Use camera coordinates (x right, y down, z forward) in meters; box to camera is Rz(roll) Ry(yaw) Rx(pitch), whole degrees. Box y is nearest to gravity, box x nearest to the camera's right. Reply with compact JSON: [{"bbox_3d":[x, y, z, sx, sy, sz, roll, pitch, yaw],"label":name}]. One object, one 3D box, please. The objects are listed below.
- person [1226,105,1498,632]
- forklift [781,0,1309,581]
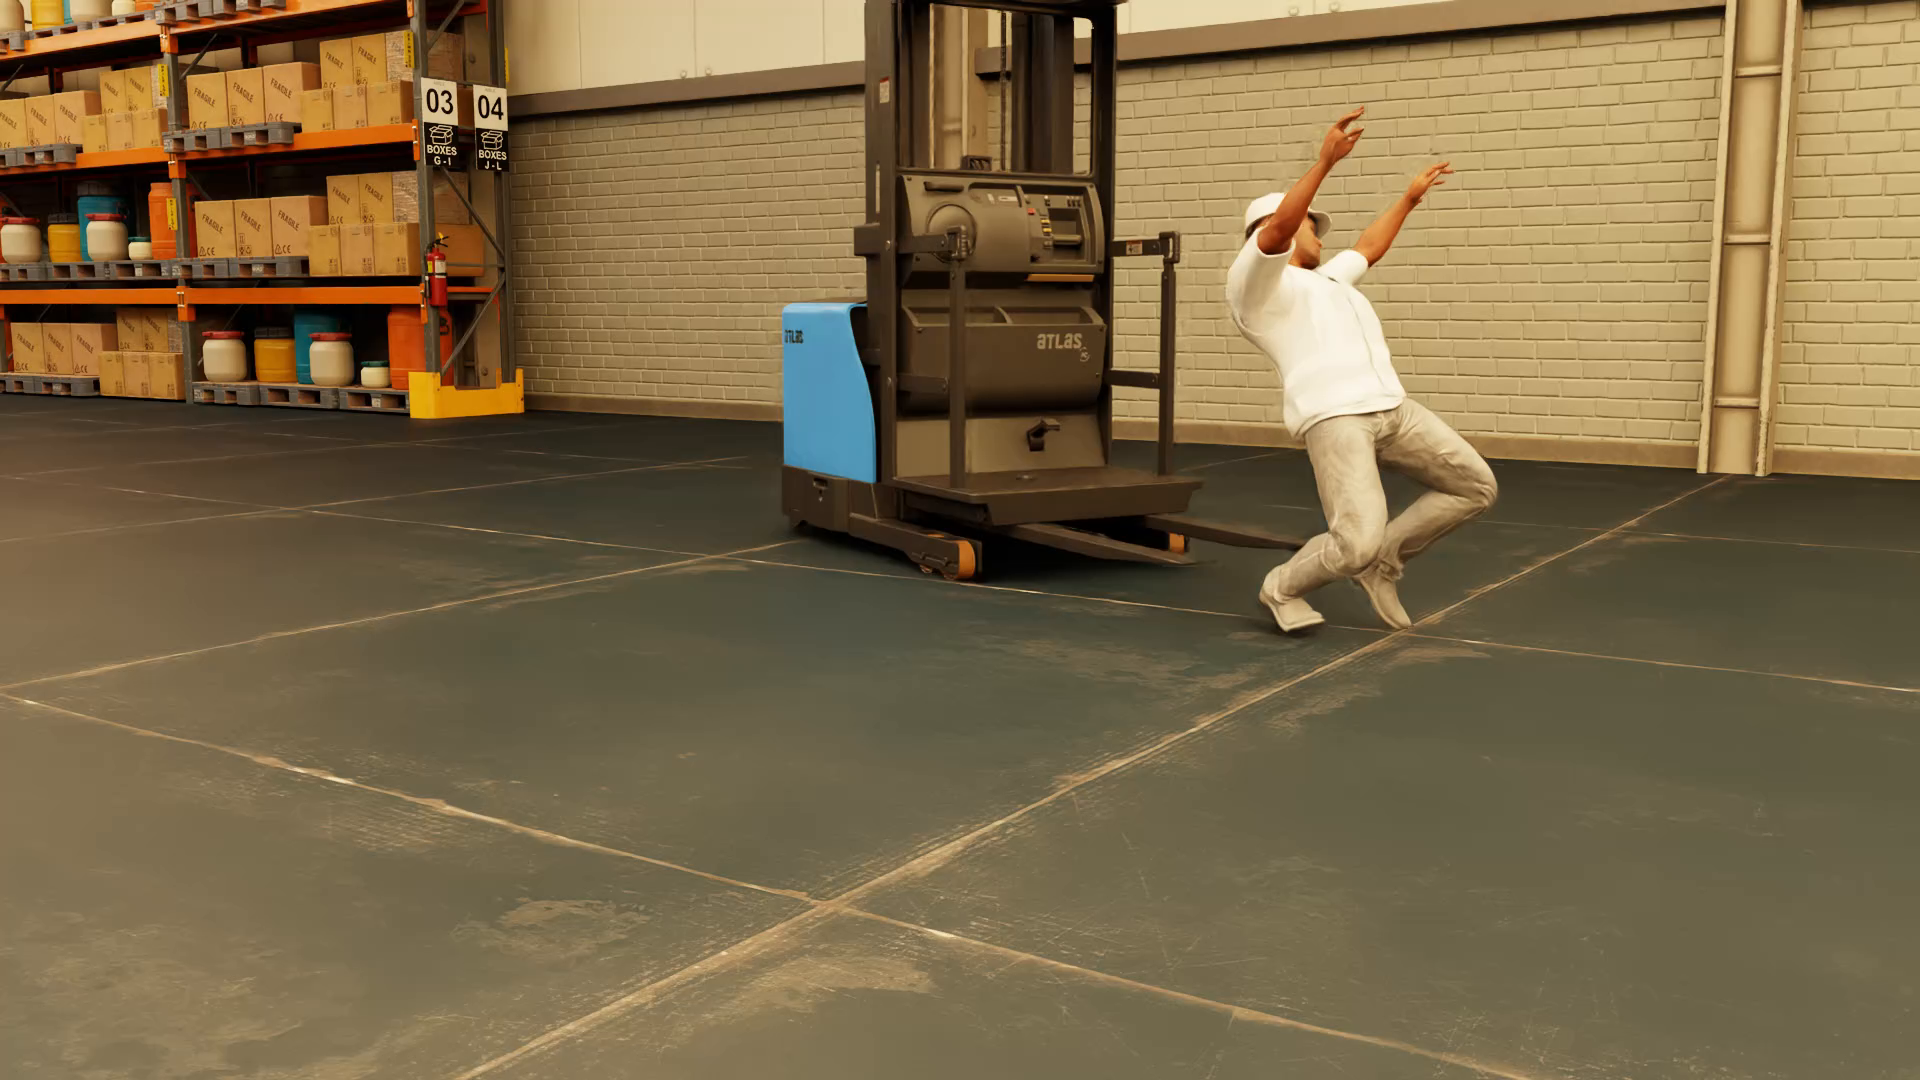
[{"bbox_3d":[1.317,-0.516,5.429,1.071,1.667,0.810,-7,11,-42],"label":"person"},{"bbox_3d":[0.295,-1.362,6.771,1.130,2.935,3.031,-4,9,-28],"label":"forklift"}]
